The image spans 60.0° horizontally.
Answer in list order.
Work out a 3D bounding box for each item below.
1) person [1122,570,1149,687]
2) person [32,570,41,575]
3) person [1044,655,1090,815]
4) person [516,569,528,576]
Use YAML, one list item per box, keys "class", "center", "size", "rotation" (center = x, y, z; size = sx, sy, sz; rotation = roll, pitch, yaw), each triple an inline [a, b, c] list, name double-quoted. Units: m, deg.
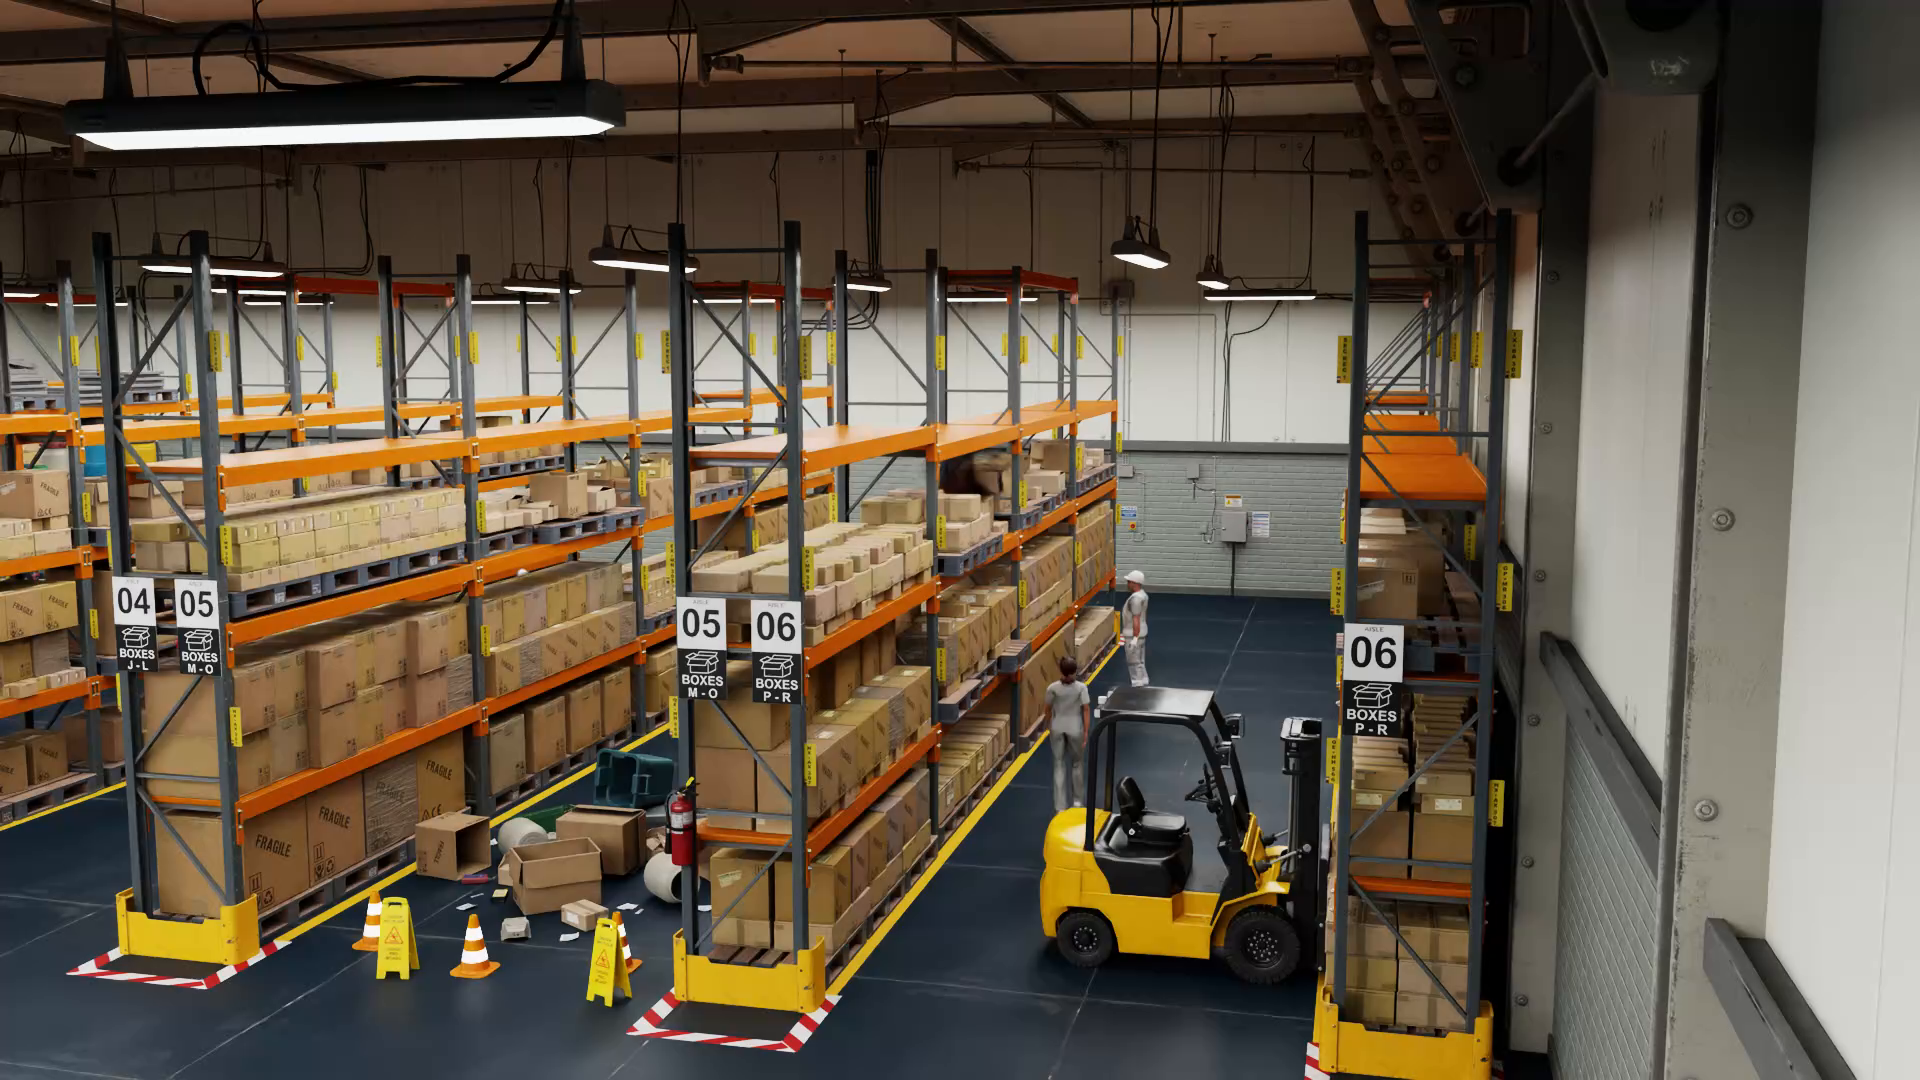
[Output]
- class: "person"
  center: [2.325, 1.296, 22.033]
  size: [0.338, 1.796, 0.654]
  rotation: [3, 7, 20]
- class: "person"
  center: [-19.442, 0.033, 34.834]
  size: [0.482, 1.750, 0.905]
  rotation: [1, 7, 9]
- class: "person"
  center: [1.106, 2.013, 17.096]
  size: [0.481, 1.723, 0.672]
  rotation: [1, 7, 11]
- class: "person"
  center: [-6.600, 1.279, 25.332]
  size: [0.428, 1.694, 0.504]
  rotation: [2, 7, 18]
